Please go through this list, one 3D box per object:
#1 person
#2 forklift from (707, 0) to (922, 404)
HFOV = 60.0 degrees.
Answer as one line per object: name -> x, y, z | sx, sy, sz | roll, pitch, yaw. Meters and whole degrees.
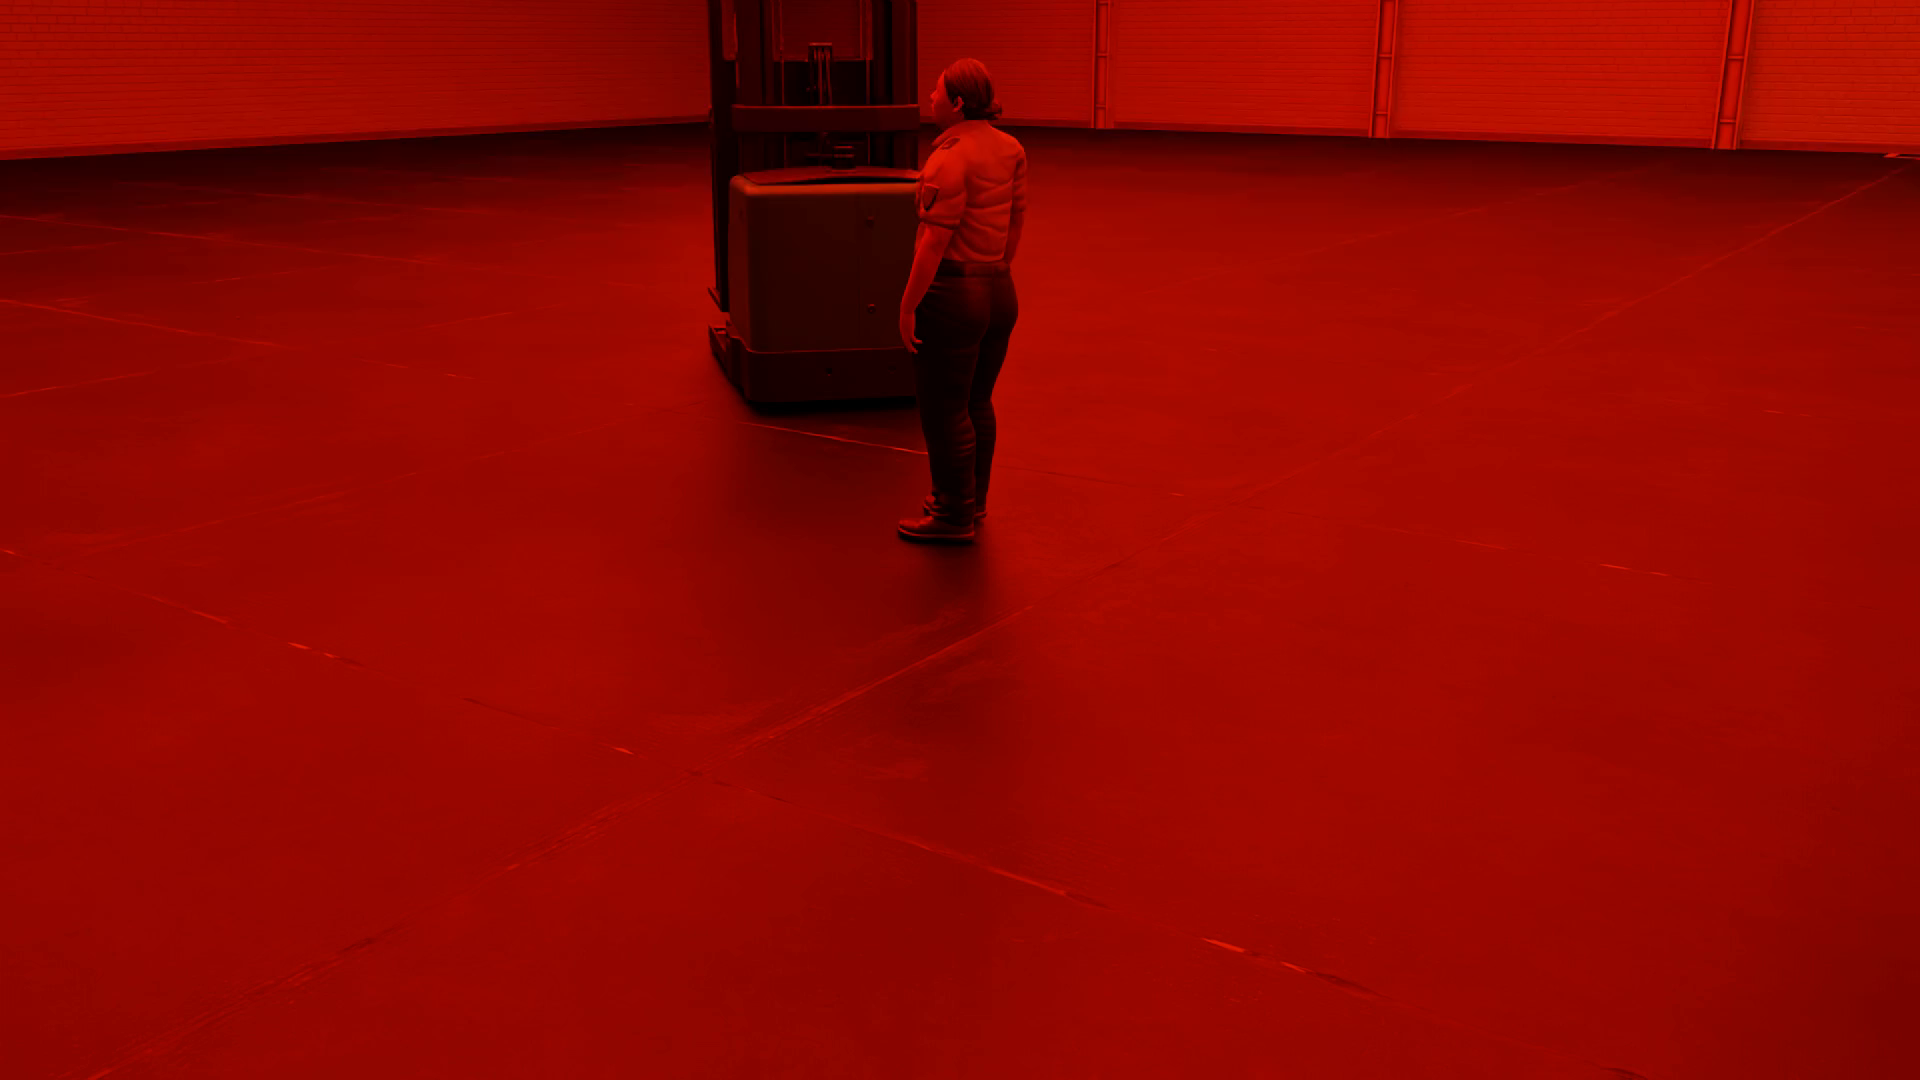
person -> -0.061, -0.816, 5.776 | 0.503, 1.650, 0.599 | 11, 20, 33
forklift -> -0.821, -2.435, 8.976 | 1.130, 2.935, 3.031 | -4, 17, -13
